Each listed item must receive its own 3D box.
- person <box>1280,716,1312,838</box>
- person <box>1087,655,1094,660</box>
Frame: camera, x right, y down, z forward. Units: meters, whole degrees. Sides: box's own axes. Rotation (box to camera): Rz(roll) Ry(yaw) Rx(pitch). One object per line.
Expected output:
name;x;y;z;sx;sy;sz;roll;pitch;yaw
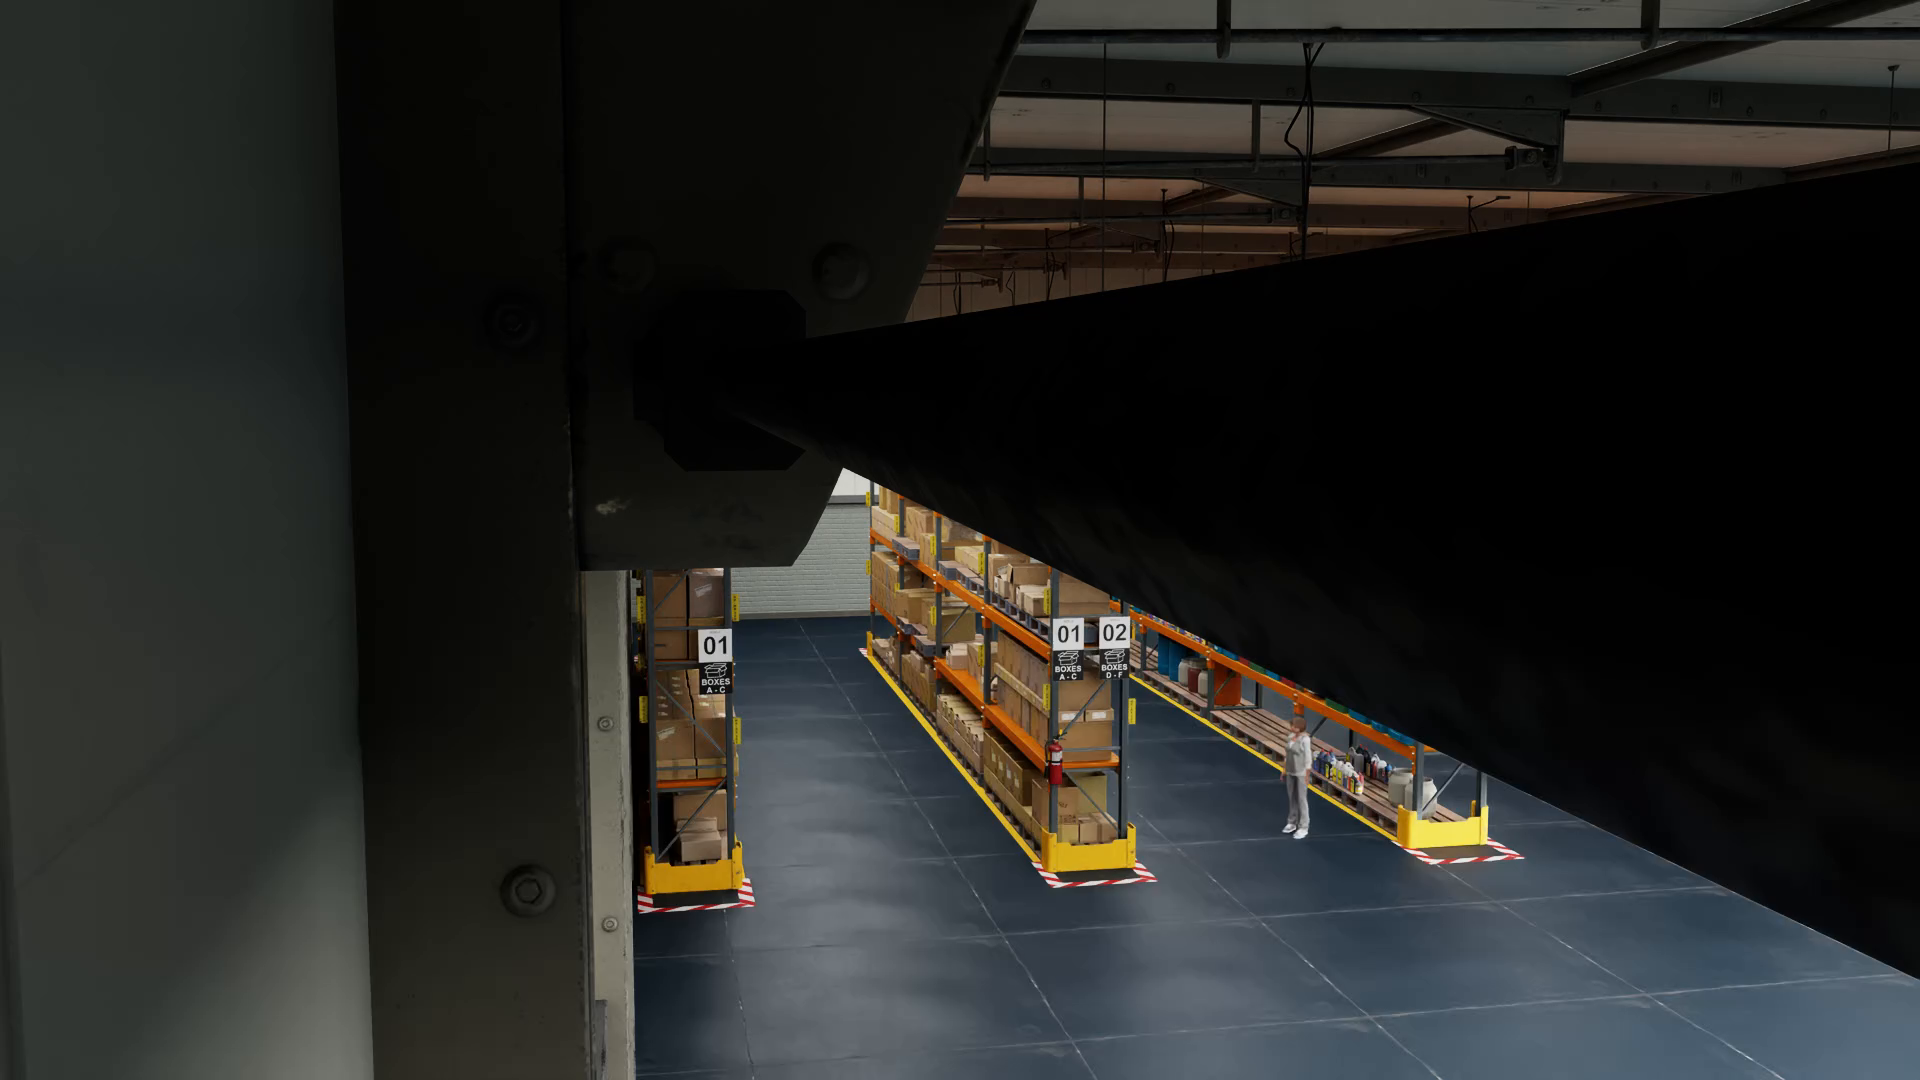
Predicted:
person;4.545;3.188;22.514;0.347;1.615;0.452;-3;7;-28
person;2.485;2.044;32.466;0.400;1.797;0.556;-1;6;-6
